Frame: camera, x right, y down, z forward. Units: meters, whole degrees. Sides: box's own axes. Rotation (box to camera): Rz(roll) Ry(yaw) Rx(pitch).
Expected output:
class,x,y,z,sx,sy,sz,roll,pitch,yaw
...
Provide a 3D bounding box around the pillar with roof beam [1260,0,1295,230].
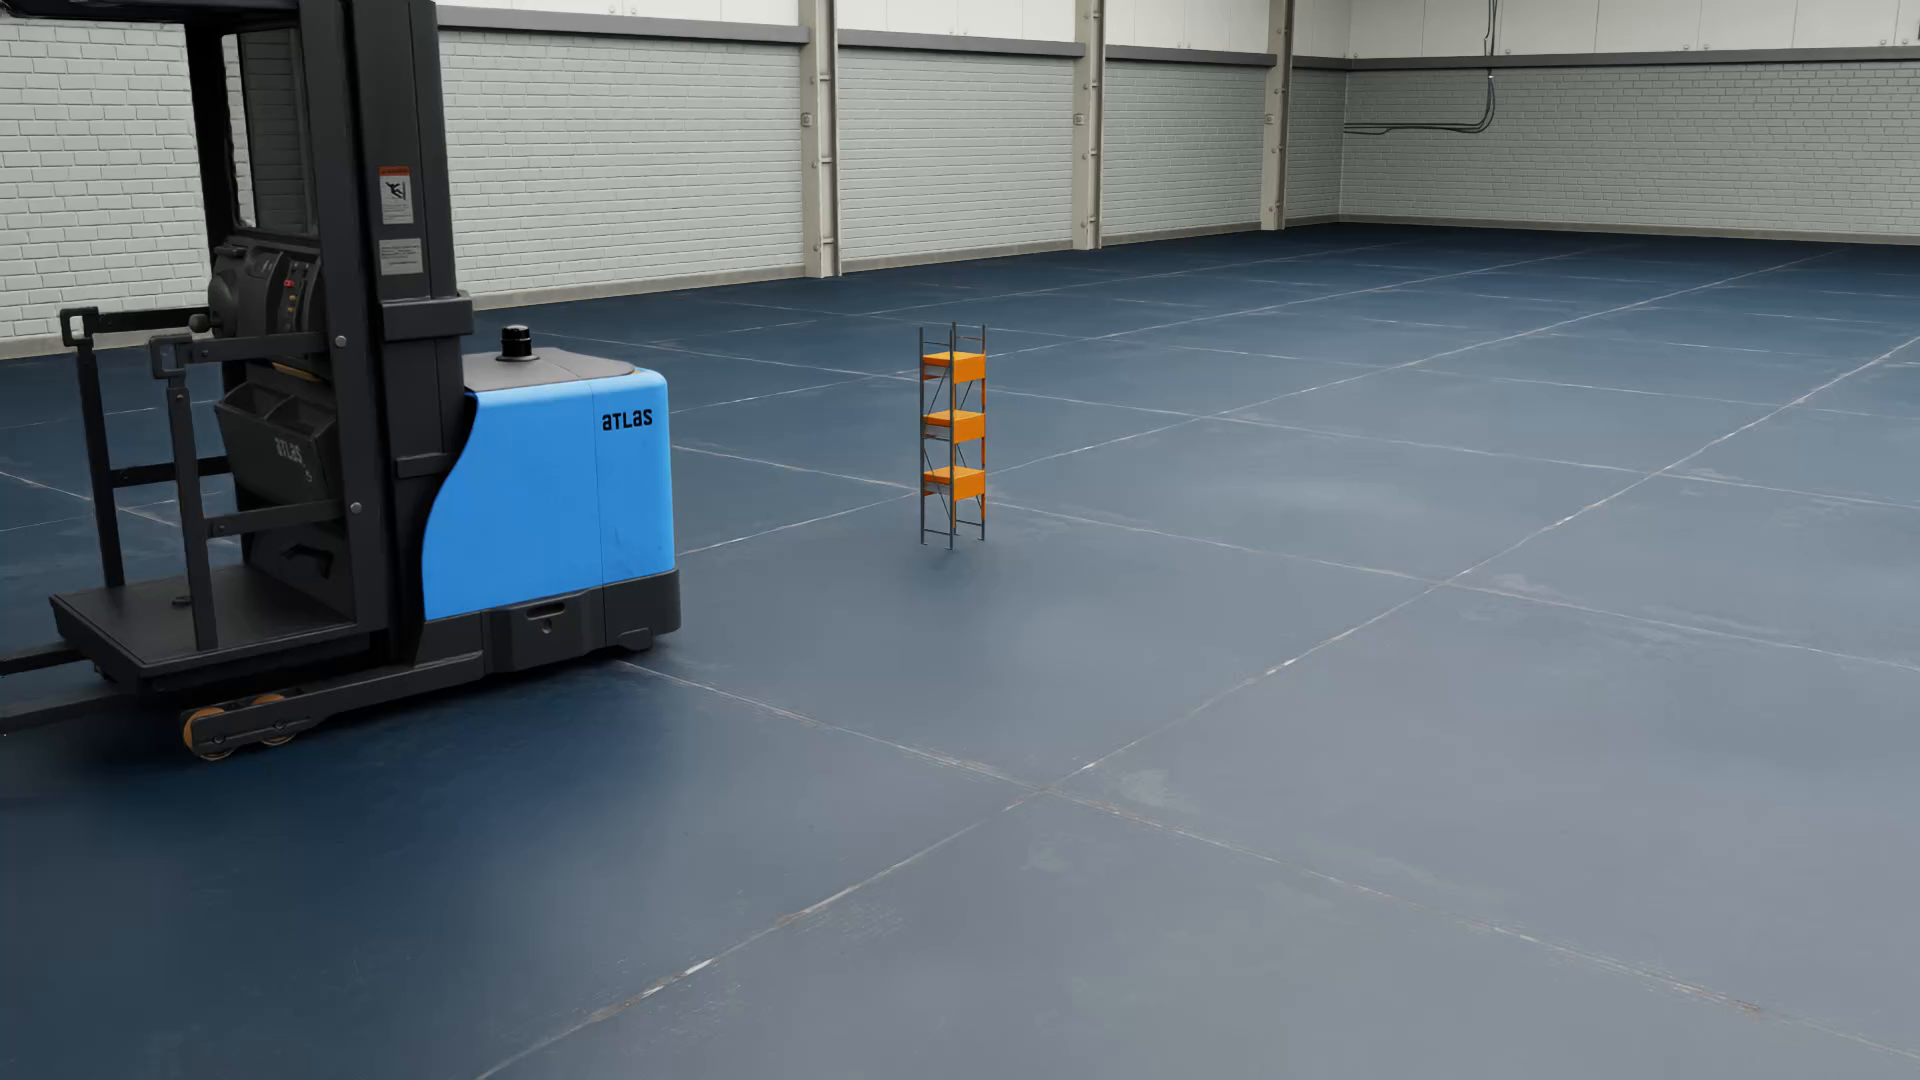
class,x,y,z,sx,sy,sz,roll,pitch,yaw
pillar with roof beam,9.106,-9.430,26.966,9.100,9.000,0.400,11,18,38

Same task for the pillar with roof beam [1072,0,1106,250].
class,x,y,z,sx,sy,sz,roll,pitch,yaw
pillar with roof beam,5.335,-8.281,22.443,9.100,9.000,0.400,11,18,38

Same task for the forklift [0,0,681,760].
class,x,y,z,sx,sy,sz,roll,pitch,yaw
forklift,-2.526,-0.858,5.548,3.031,2.935,1.130,-12,19,-40

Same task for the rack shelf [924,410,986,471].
class,x,y,z,sx,sy,sz,roll,pitch,yaw
rack shelf,-0.034,-0.488,7.956,0.215,0.259,0.240,11,18,38

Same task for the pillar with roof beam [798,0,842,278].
class,x,y,z,sx,sy,sz,roll,pitch,yaw
pillar with roof beam,1.564,-7.132,17.920,9.100,9.000,0.400,11,18,38

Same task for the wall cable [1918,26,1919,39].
class,x,y,z,sx,sy,sz,roll,pitch,yaw
wall cable,16.012,-10.632,24.790,2.305,6.003,0.169,11,18,38

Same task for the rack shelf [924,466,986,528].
class,x,y,z,sx,sy,sz,roll,pitch,yaw
rack shelf,-0.034,-0.219,8.024,0.215,0.259,0.240,11,18,38

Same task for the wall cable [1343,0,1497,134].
class,x,y,z,sx,sy,sz,roll,pitch,yaw
wall cable,8.638,-8.951,31.386,3.097,2.526,0.112,11,18,38

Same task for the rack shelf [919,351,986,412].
class,x,y,z,sx,sy,sz,roll,pitch,yaw
rack shelf,-0.034,-0.763,7.886,0.215,0.259,0.240,11,18,38

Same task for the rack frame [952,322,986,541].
class,x,y,z,sx,sy,sz,roll,pitch,yaw
rack frame,0.043,-0.522,8.045,0.200,1.050,0.008,11,18,38

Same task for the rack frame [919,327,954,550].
class,x,y,z,sx,sy,sz,roll,pitch,yaw
rack frame,-0.110,-0.475,7.861,0.200,1.050,0.008,11,18,38

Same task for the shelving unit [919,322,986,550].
class,x,y,z,sx,sy,sz,roll,pitch,yaw
shelving unit,-0.034,-0.499,7.953,0.215,1.050,0.252,11,18,38
